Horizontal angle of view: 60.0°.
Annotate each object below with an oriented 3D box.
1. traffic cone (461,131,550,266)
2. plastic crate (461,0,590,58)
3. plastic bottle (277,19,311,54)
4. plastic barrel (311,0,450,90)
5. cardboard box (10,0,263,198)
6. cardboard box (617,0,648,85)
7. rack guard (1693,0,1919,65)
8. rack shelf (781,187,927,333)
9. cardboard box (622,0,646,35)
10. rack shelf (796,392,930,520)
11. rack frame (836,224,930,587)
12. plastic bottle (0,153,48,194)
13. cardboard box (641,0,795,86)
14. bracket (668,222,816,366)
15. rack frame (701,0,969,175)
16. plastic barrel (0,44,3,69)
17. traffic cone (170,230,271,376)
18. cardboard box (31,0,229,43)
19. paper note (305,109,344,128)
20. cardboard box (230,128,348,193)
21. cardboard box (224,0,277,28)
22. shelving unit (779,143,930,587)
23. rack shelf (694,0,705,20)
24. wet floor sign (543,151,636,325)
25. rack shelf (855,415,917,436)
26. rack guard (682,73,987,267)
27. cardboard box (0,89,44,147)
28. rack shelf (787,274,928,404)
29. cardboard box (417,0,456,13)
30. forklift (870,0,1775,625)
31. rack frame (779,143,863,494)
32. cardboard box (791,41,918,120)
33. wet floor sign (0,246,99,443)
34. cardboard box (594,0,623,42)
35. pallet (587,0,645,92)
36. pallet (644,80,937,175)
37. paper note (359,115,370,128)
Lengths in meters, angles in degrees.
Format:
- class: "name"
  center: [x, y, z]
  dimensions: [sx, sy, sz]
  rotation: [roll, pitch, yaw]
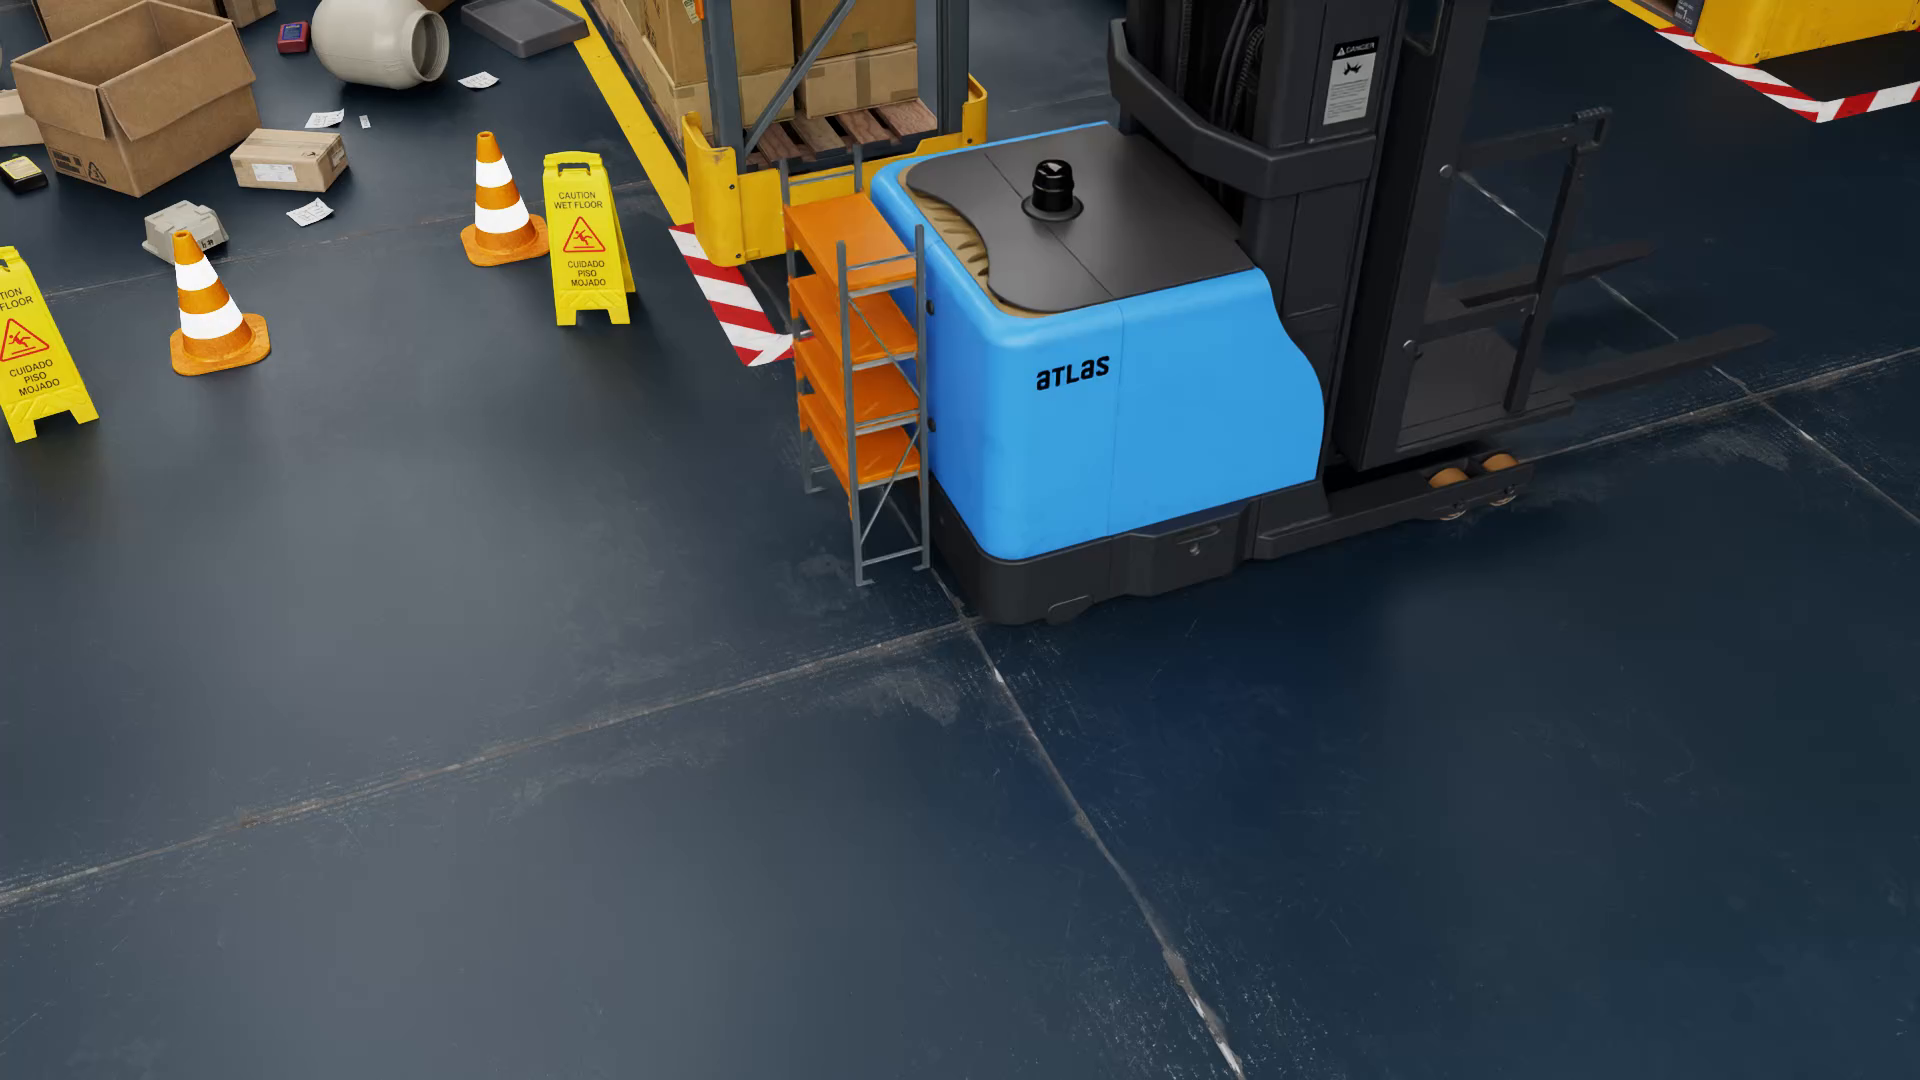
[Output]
- class: "traffic cone"
  center: [-1.806, -1.368, 6.486]
  dimensions: [0.336, 0.463, 0.334]
  rotation: [-15, 43, -17]
- class: "plastic crate"
  center: [-2.137, -2.545, 8.149]
  dimensions: [0.402, 0.080, 0.583]
  rotation: [-31, 49, -31]
- class: "plastic bottle"
  center: [-3.219, -2.443, 8.044]
  dimensions: [0.133, 0.061, 0.283]
  rotation: [-8, 41, -9]
- class: "plastic barrel"
  center: [-2.639, -2.283, 7.580]
  dimensions: [0.512, 0.421, 0.421]
  rotation: [12, 42, 13]
- class: "cardboard box"
  center: [-3.461, -1.873, 7.042]
  dimensions: [0.637, 0.503, 0.797]
  rotation: [19, 44, 20]
- class: "cardboard box"
  center: [-1.199, -2.244, 7.345]
  dimensions: [0.500, 0.250, 0.500]
  rotation: [-15, 43, -17]
- class: "rack guard"
  center: [4.144, -2.671, 7.973]
  dimensions: [1.175, 0.500, 0.348]
  rotation: [-15, 43, -17]
- class: "rack shelf"
  center: [-0.300, -0.789, 4.644]
  dimensions: [0.258, 0.148, 0.480]
  rotation: [-15, 43, -17]
- class: "cardboard box"
  center: [-1.200, -2.525, 7.098]
  dimensions: [0.500, 0.500, 0.500]
  rotation: [-14, 43, -15]
- class: "rack shelf"
  center: [-0.300, -0.290, 5.074]
  dimensions: [0.258, 0.148, 0.480]
  rotation: [-15, 43, -17]
- class: "rack frame"
  center: [-0.207, -0.344, 4.730]
  dimensions: [0.240, 1.200, 0.015]
  rotation: [-15, 43, -17]
- class: "plastic bottle"
  center: [-3.966, -1.552, 7.008]
  dimensions: [0.133, 0.061, 0.283]
  rotation: [-31, 49, -31]
- class: "cardboard box"
  center: [-0.997, -2.212, 6.733]
  dimensions: [0.500, 0.500, 0.500]
  rotation: [-15, 43, -17]
- class: "bracket"
  center: [-0.346, -1.108, 6.538]
  dimensions: [1.378, 0.001, 1.079]
  rotation: [-15, 43, -17]
- class: "rack frame"
  center: [-0.450, -2.393, 5.732]
  dimensions: [1.000, 3.000, 0.127]
  rotation: [-15, 43, -17]
- class: "plastic barrel"
  center: [-4.664, -2.229, 7.518]
  dimensions: [0.512, 0.421, 0.421]
  rotation: [12, 42, 13]
- class: "traffic cone"
  center: [-2.702, -0.887, 5.926]
  dimensions: [0.336, 0.463, 0.334]
  rotation: [-15, 43, -17]
- class: "cardboard box"
  center: [-3.826, -2.486, 7.651]
  dimensions: [0.797, 0.637, 0.503]
  rotation: [-15, 43, -17]
- class: "paper note"
  center: [-2.837, -1.885, 7.427]
  dimensions: [0.148, 0.019, 0.142]
  rotation: [-2, 41, -2]
- class: "cardboard box"
  center: [-2.817, -1.597, 6.993]
  dimensions: [0.380, 0.149, 0.250]
  rotation: [5, 41, 6]
- class: "cardboard box"
  center: [-3.652, -2.740, 8.232]
  dimensions: [0.396, 0.266, 0.258]
  rotation: [19, 44, 20]
- class: "shelving unit"
  center: [-0.300, -0.491, 4.901]
  dimensions: [0.258, 1.200, 0.503]
  rotation: [-15, 43, -17]
- class: "rack shelf"
  center: [-1.215, -3.325, 7.368]
  dimensions: [1.077, 0.370, 4.000]
  rotation: [-15, 43, -17]
- class: "wet floor sign"
  center: [-1.366, -1.119, 6.056]
  dimensions: [0.267, 0.644, 0.232]
  rotation: [-2, 41, -2]
- class: "rack shelf"
  center: [-0.300, -0.462, 4.926]
  dimensions: [0.199, 0.029, 0.442]
  rotation: [-15, 43, -17]
- class: "rack guard"
  center: [-0.479, -1.491, 6.601]
  dimensions: [1.175, 0.500, 0.348]
  rotation: [-15, 43, -17]
- class: "cardboard box"
  center: [-4.156, -1.894, 7.249]
  dimensions: [0.396, 0.266, 0.258]
  rotation: [-8, 41, -9]
- class: "rack shelf"
  center: [-0.300, -0.610, 4.799]
  dimensions: [0.258, 0.148, 0.480]
  rotation: [-15, 43, -17]
- class: "cardboard box"
  center: [-2.828, -2.871, 8.203]
  dimensions: [0.500, 0.500, 0.500]
  rotation: [12, 42, 13]
- class: "forklift"
  center: [1.289, -1.479, 4.722]
  dimensions: [3.031, 2.935, 1.130]
  rotation: [-15, 43, -17]
- class: "rack frame"
  center: [-0.393, -0.638, 5.072]
  dimensions: [0.240, 1.200, 0.015]
  rotation: [-15, 43, -17]
- class: "cardboard box"
  center: [-0.503, -2.065, 7.137]
  dimensions: [0.500, 0.250, 0.500]
  rotation: [-15, 43, -17]
- class: "wet floor sign"
  center: [-3.144, -0.681, 5.547]
  dimensions: [0.267, 0.644, 0.232]
  rotation: [-23, 46, -24]
- class: "cardboard box"
  center: [-1.404, -2.557, 7.710]
  dimensions: [0.500, 0.250, 0.500]
  rotation: [-17, 43, -18]
- class: "pallet"
  center: [-1.220, -2.614, 8.127]
  dimensions: [1.003, 0.211, 1.213]
  rotation: [-15, 43, -17]
- class: "pallet"
  center: [-0.757, -1.880, 7.274]
  dimensions: [1.003, 0.211, 1.213]
  rotation: [-15, 43, -17]
- class: "paper note"
  center: [-7.054, -5.641, 11.648]
  dimensions: [3.823, 0.211, 13.979]
  rotation: [-15, 43, -17]
